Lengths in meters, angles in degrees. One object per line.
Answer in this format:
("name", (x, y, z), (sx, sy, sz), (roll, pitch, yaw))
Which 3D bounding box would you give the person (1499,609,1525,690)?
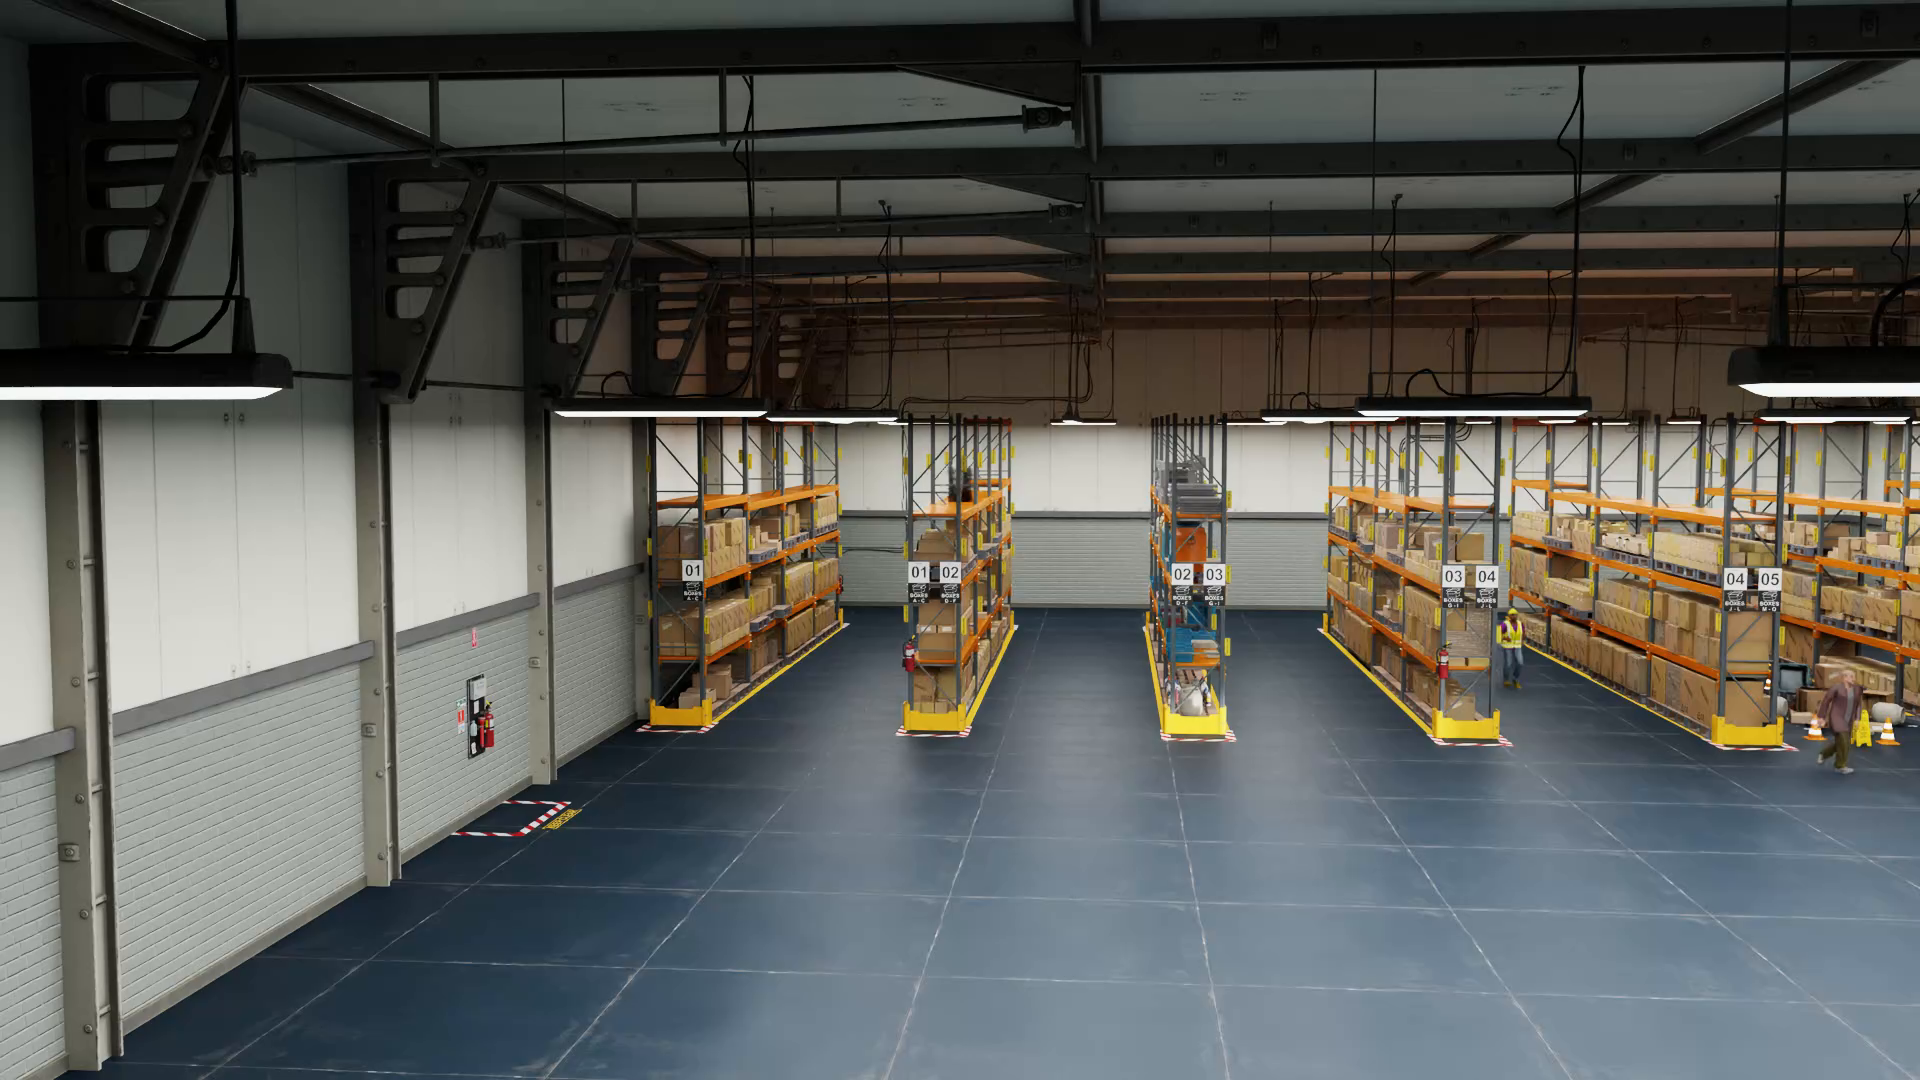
("person", (12.134, 2.401, 36.525), (0.706, 1.802, 0.715), (0, 4, -3))

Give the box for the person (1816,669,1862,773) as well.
("person", (14.687, 3.003, 27.768), (0.699, 1.721, 0.884), (-1, 4, -14))
